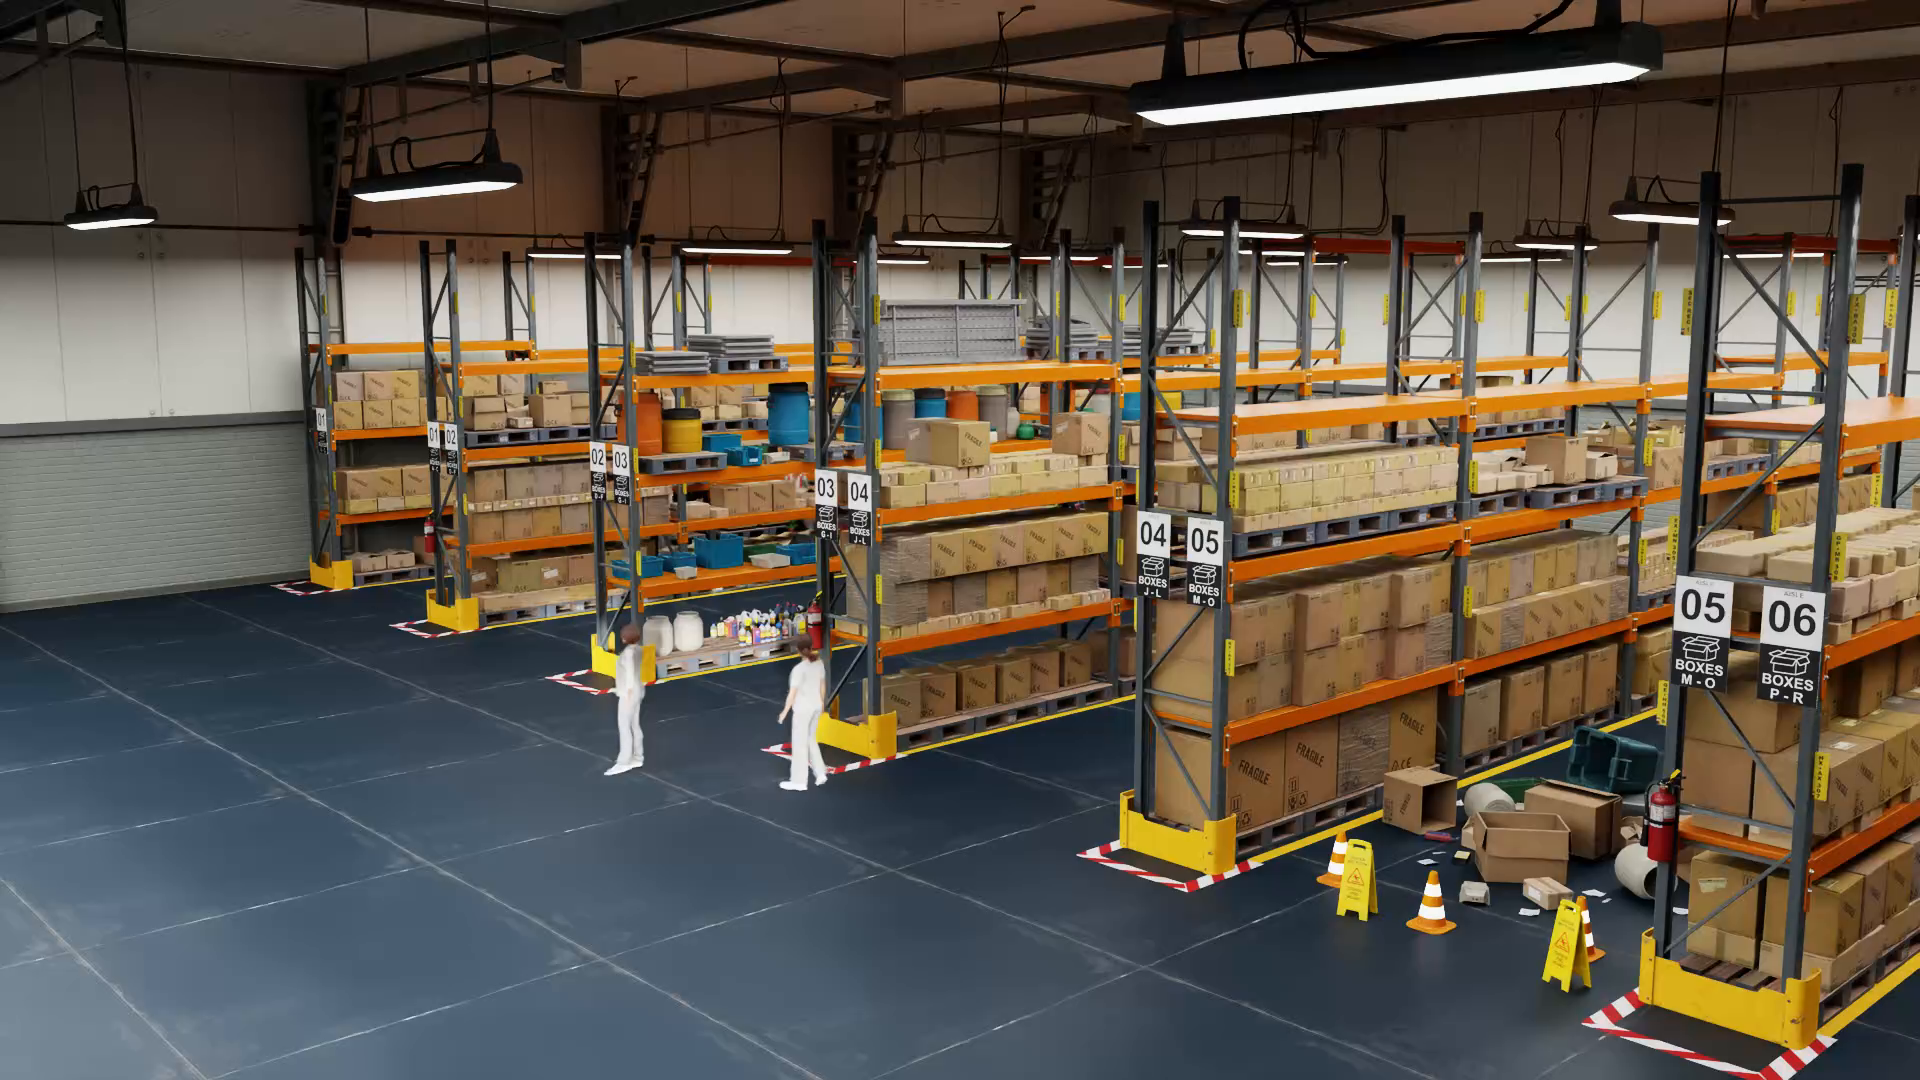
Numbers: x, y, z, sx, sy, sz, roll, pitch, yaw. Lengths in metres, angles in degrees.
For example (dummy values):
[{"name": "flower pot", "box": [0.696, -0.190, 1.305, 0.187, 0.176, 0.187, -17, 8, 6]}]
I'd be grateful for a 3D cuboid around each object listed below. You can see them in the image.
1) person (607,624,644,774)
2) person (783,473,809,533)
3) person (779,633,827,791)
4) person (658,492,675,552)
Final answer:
[{"name": "person", "box": [-3.653, 1.728, 18.185, 0.376, 1.608, 0.499, 1, 8, 4]}, {"name": "person", "box": [-3.501, -0.788, 34.646, 0.484, 1.740, 1.019, 7, 11, 40]}, {"name": "person", "box": [-1.638, 1.803, 17.457, 0.468, 1.706, 0.549, 4, 9, 26]}, {"name": "person", "box": [-5.870, -0.524, 32.748, 0.470, 1.768, 0.526, -1, 8, -3]}]
